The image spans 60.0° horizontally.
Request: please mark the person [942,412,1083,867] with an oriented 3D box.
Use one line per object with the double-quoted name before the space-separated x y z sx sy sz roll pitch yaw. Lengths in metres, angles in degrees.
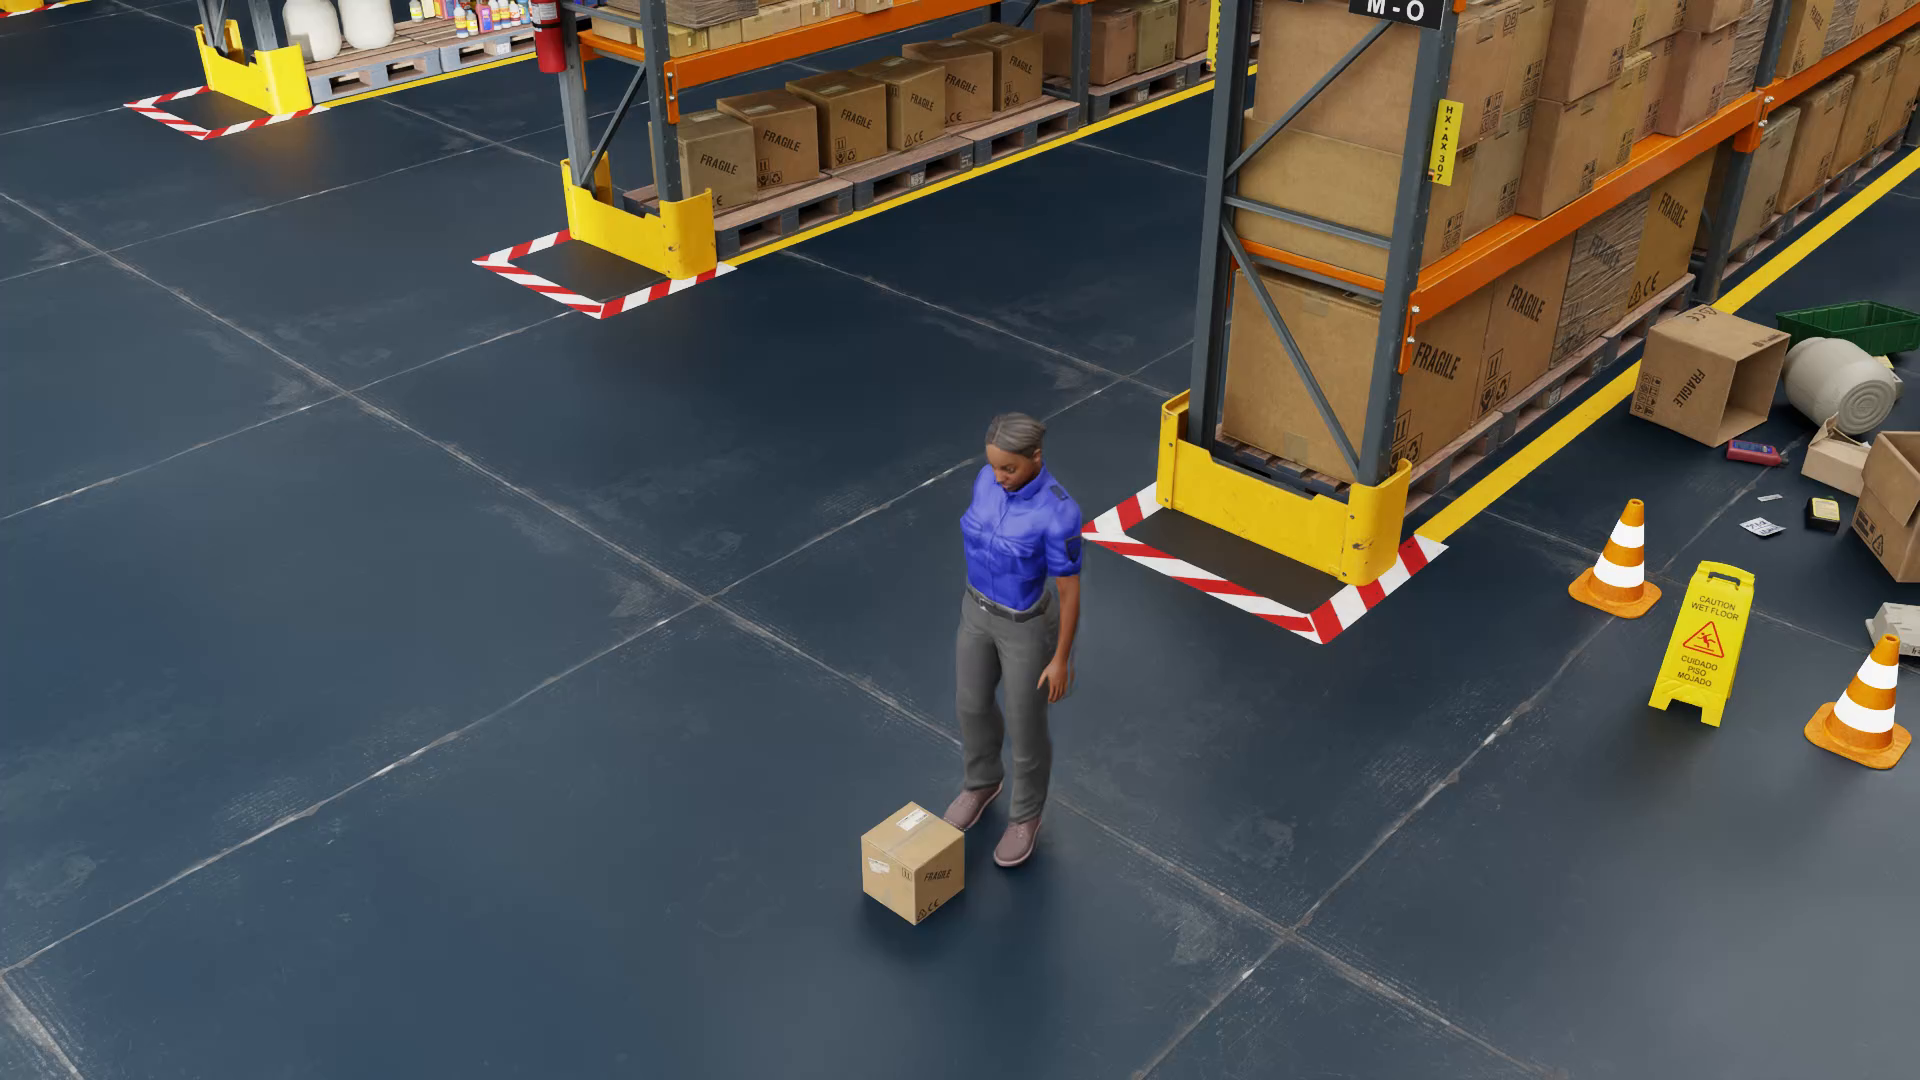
"person" 0.162 0.333 5.592 0.525 1.692 0.373 26 40 36
